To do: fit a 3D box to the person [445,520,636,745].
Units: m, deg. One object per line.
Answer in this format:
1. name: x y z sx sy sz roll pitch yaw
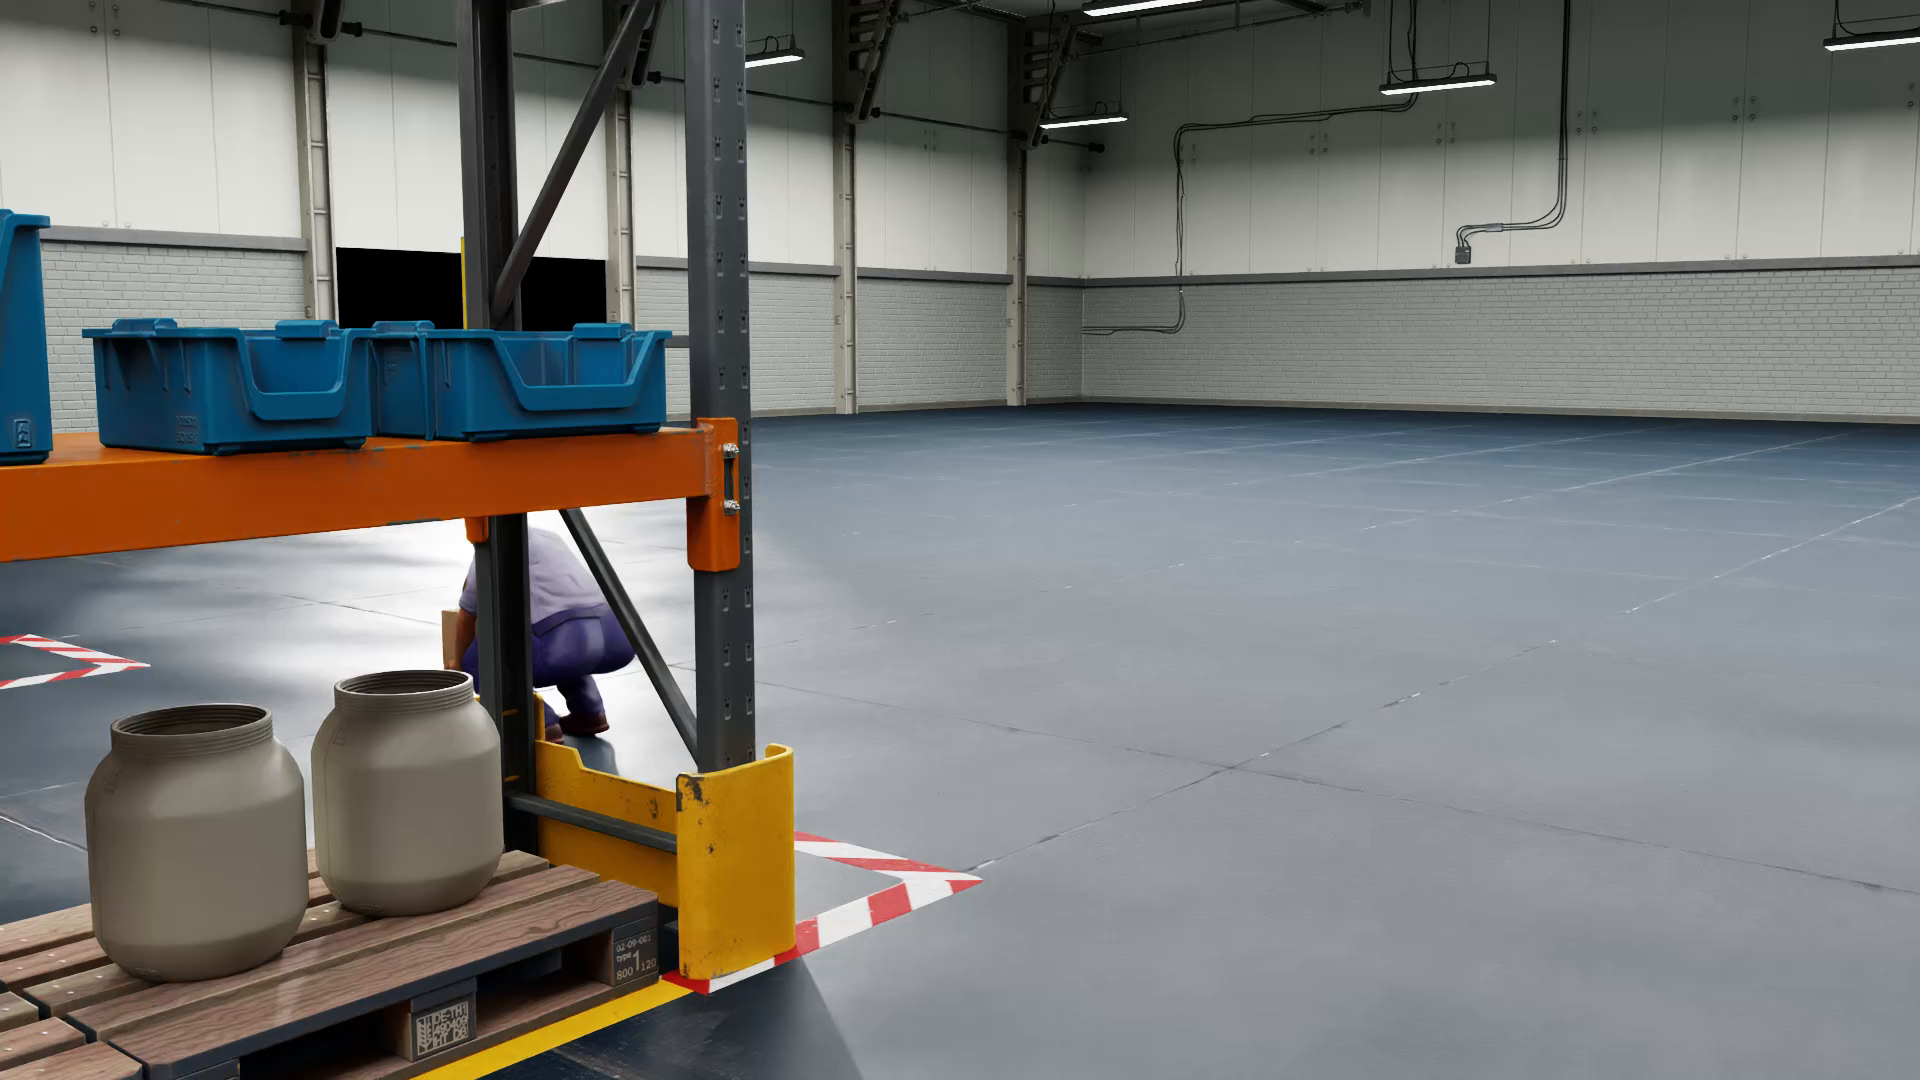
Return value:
1. person: -1.637 0.305 6.403 0.823 0.915 0.525 5 9 38
